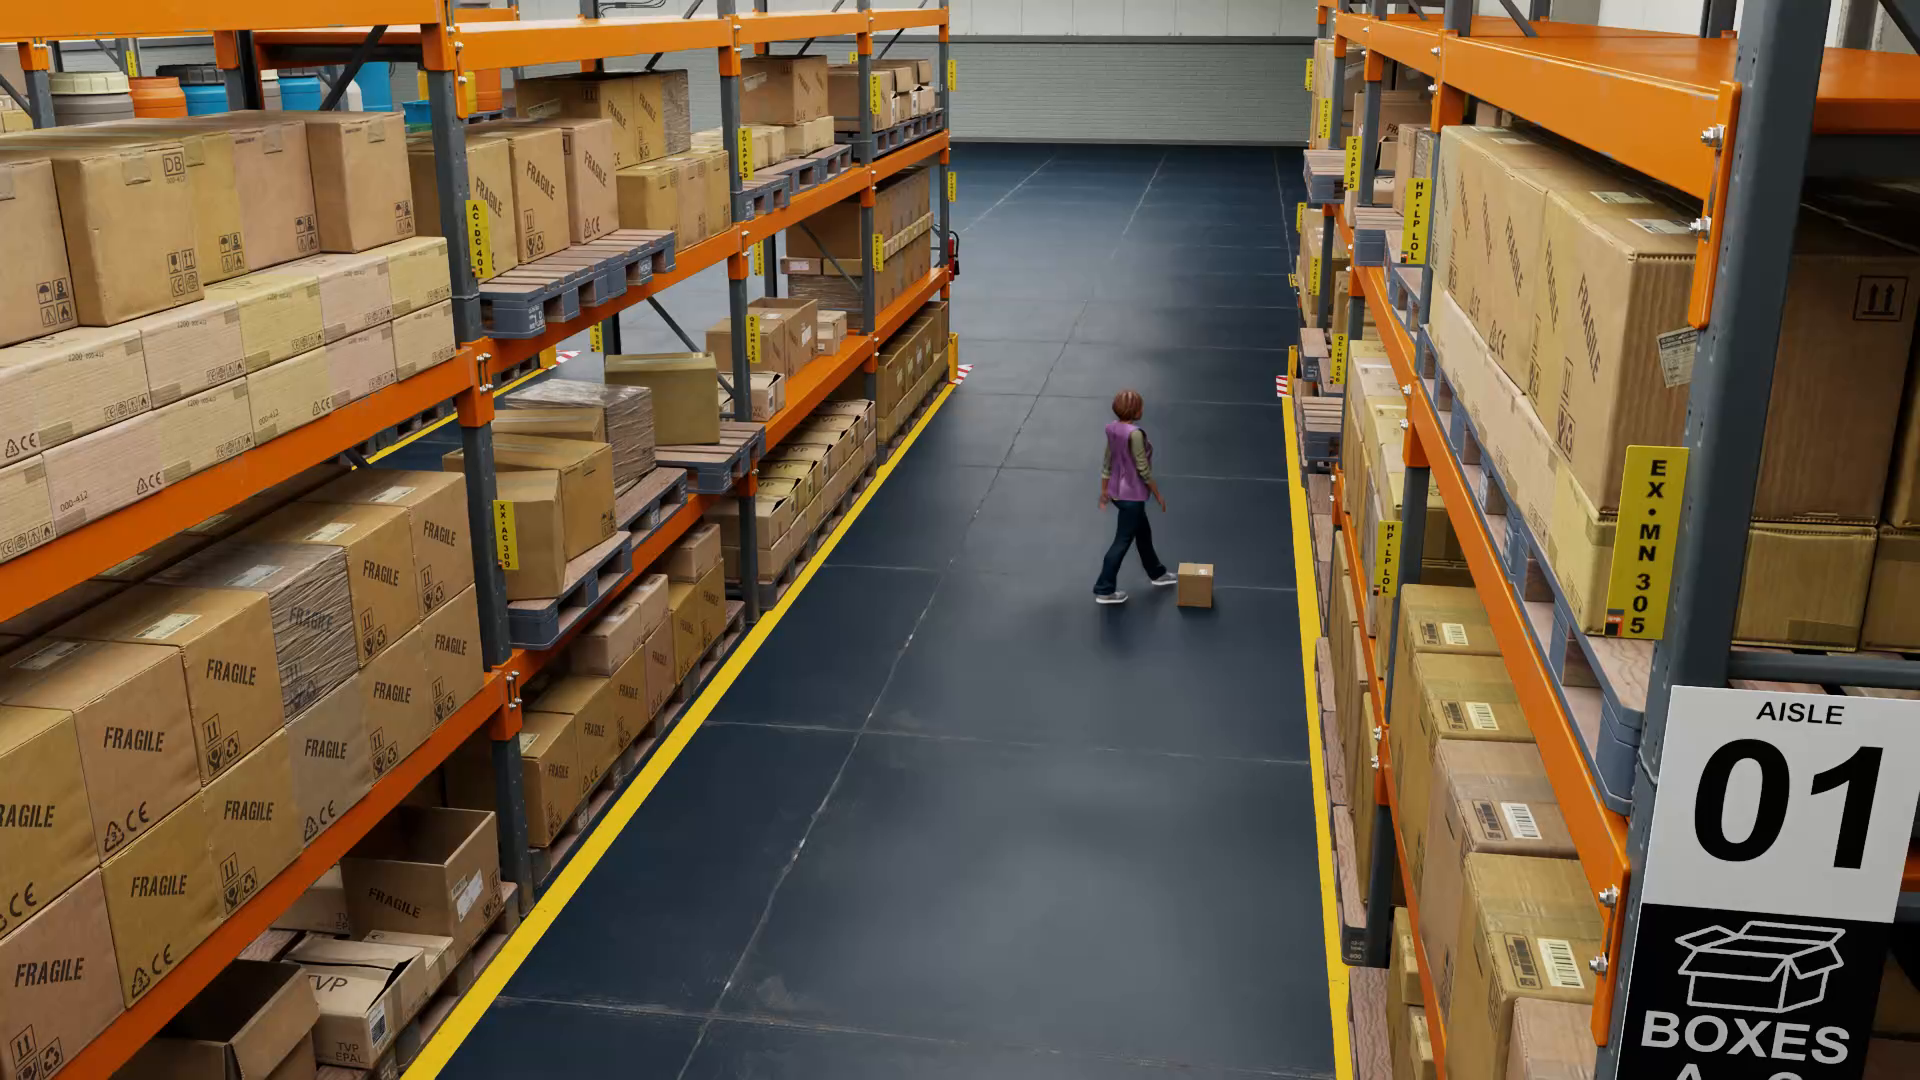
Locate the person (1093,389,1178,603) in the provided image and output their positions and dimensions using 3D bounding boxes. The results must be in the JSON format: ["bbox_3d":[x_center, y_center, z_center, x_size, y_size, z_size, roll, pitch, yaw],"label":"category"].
[{"bbox_3d":[1.337,-0.327,12.072,0.808,1.576,0.461,-6,19,-19],"label":"person"}]
